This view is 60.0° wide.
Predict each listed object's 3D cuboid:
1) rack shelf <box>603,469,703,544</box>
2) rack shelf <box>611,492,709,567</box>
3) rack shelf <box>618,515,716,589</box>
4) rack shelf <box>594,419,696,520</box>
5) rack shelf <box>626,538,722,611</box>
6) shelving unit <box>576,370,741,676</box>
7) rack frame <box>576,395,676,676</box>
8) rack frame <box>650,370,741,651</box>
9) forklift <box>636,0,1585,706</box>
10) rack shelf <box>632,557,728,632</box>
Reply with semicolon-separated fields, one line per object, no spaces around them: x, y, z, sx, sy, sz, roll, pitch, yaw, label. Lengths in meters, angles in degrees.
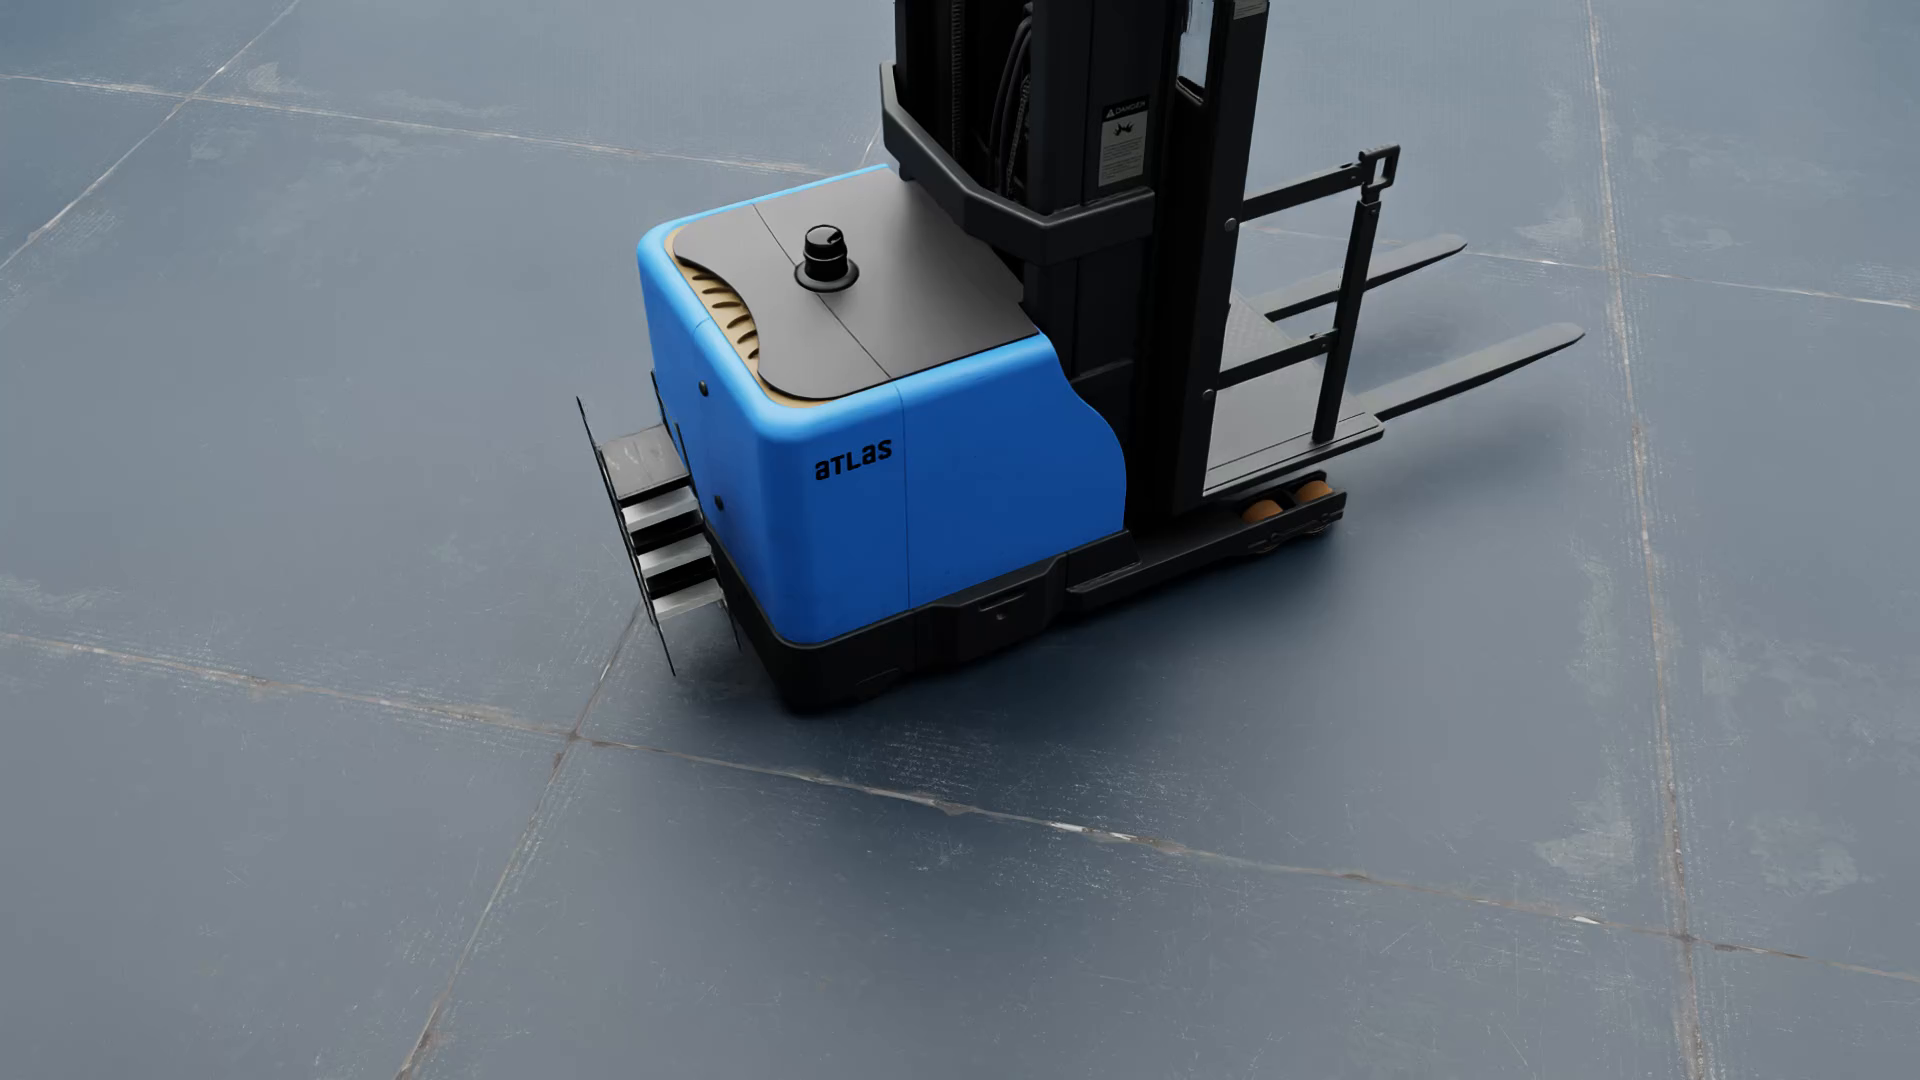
-0.836;-0.128;4.512;0.200;0.077;0.258;-21;47;-13;rack shelf
-0.829;-0.066;4.576;0.200;0.077;0.258;-21;47;-13;rack shelf
-0.821;-0.003;4.641;0.200;0.077;0.258;-21;47;-13;rack shelf
-0.844;-0.190;4.447;0.200;0.077;0.258;-21;47;-13;rack shelf
-0.813;0.059;4.705;0.200;0.077;0.258;-21;47;-13;rack shelf
-0.824;-0.026;4.617;0.210;0.900;0.258;-21;47;-13;shelving unit
-0.916;0.009;4.594;0.006;0.900;0.240;-21;47;-13;rack frame
-0.731;-0.062;4.640;0.006;0.900;0.240;-21;47;-13;rack frame
0.637;-1.321;4.509;3.031;2.935;1.130;-20;47;-20;forklift
-0.806;0.121;4.770;0.200;0.077;0.258;-21;47;-13;rack shelf
